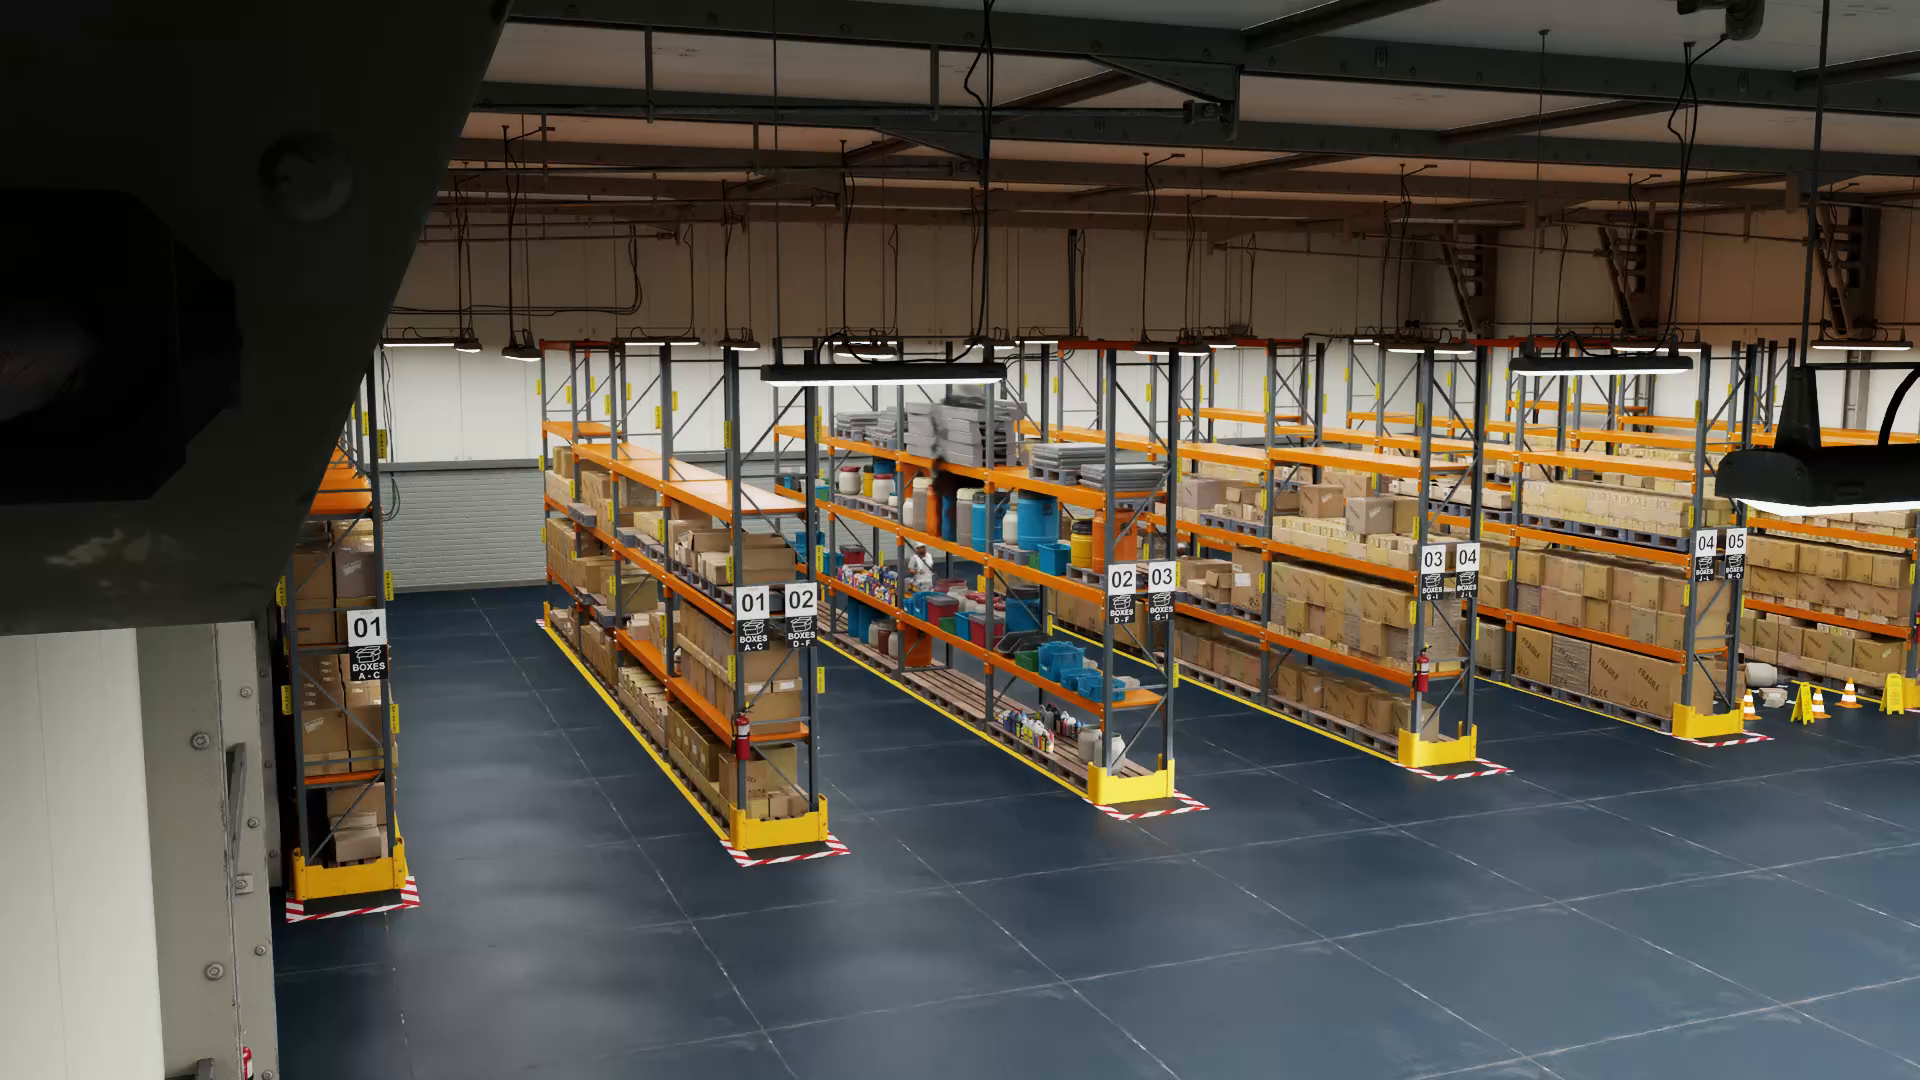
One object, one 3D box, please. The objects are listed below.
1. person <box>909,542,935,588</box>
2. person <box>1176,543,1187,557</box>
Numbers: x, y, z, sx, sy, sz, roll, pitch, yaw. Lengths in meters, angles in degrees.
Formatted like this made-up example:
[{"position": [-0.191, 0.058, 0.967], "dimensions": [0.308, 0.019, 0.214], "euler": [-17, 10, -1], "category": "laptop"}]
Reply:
[{"position": [-0.747, 0.907, 35.004], "dimensions": [0.660, 1.776, 0.641], "euler": [-4, 8, -28], "category": "person"}, {"position": [4.676, 0.913, 35.079], "dimensions": [0.674, 1.721, 0.569], "euler": [-3, 8, -24], "category": "person"}]
